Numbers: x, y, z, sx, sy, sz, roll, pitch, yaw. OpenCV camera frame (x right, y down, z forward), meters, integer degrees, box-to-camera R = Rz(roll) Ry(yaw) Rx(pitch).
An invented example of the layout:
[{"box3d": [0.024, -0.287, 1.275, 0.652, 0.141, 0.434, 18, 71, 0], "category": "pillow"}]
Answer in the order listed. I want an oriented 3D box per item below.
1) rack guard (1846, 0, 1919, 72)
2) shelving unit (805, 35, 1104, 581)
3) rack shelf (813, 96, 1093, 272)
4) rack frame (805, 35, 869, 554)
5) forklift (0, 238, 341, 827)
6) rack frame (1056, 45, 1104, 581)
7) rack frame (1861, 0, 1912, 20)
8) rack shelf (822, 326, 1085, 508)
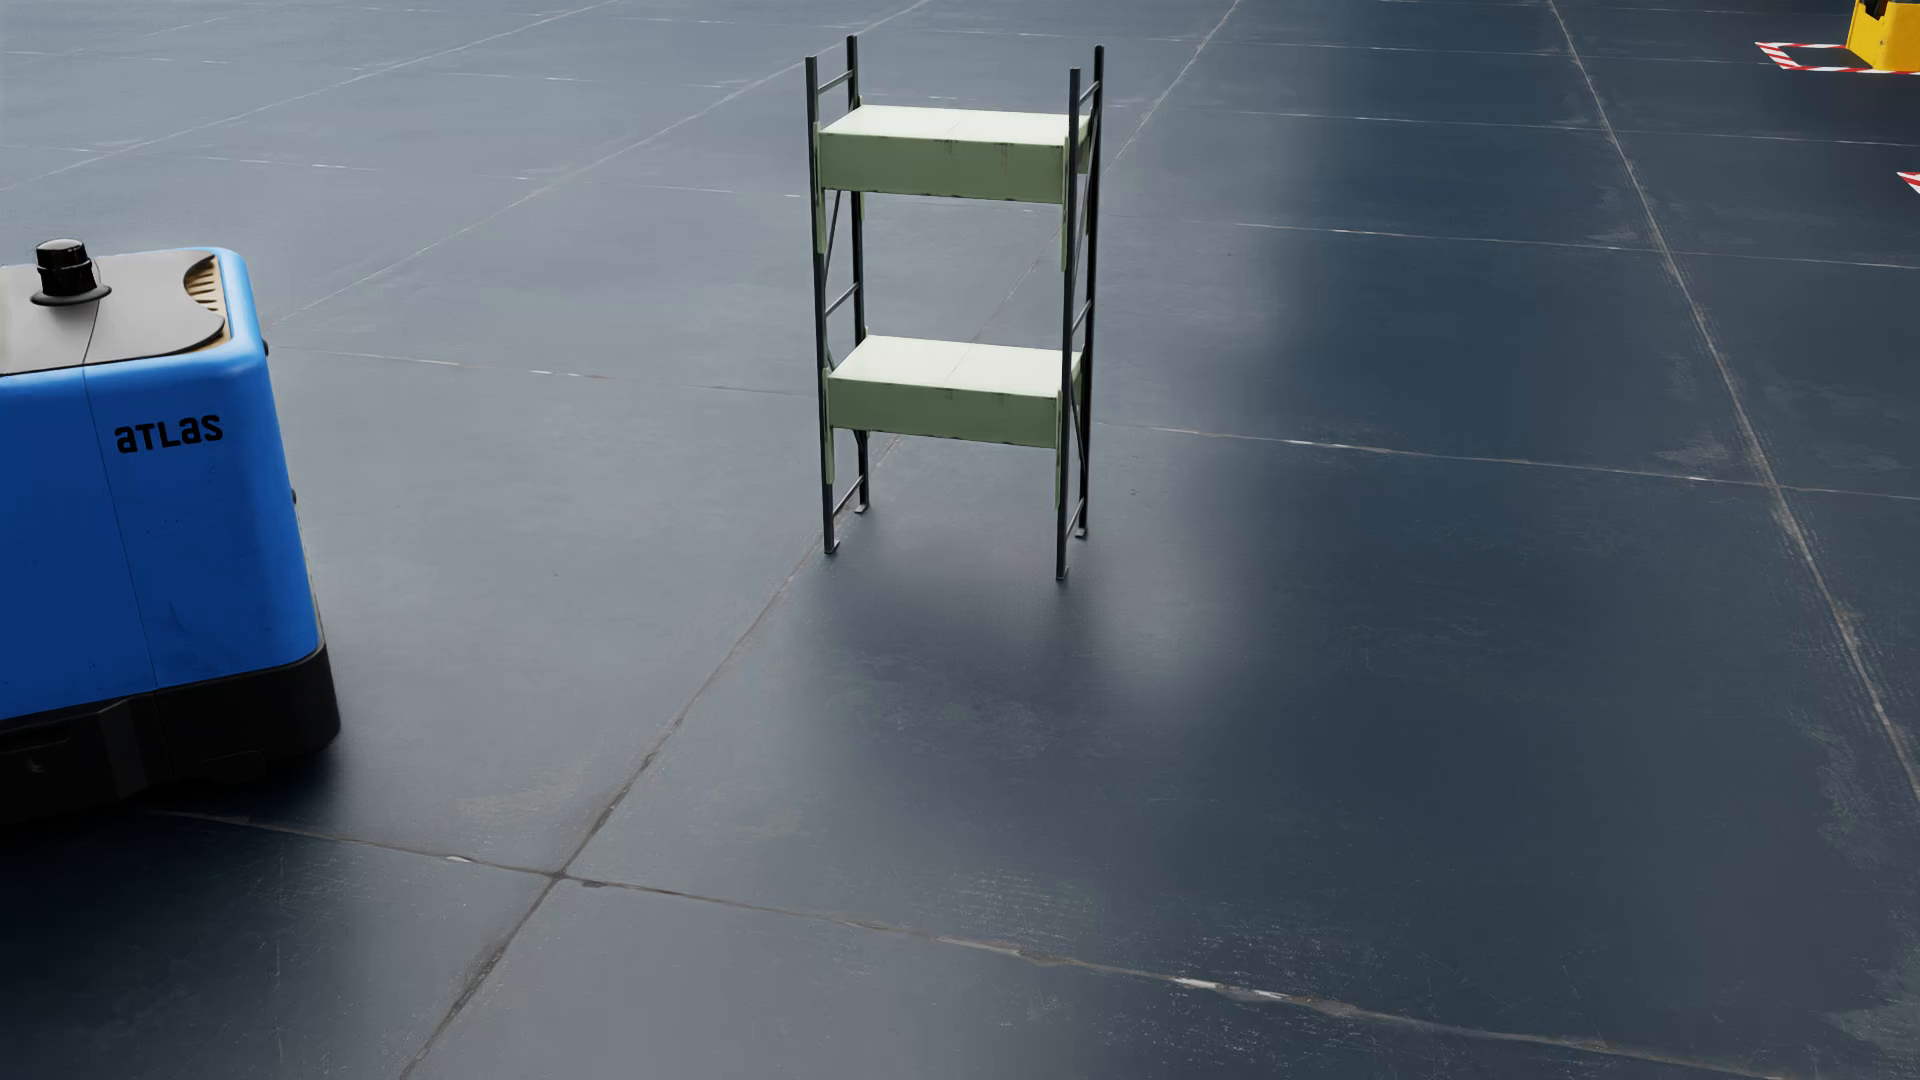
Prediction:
[{"box3d": [7.423, -4.093, 13.265, 0.348, 0.500, 1.175, 6, 26, 13], "category": "rack guard"}, {"box3d": [-0.006, -0.678, 4.929, 0.755, 1.500, 0.431, 6, 26, 13], "category": "shelving unit"}, {"box3d": [-0.006, -1.030, 4.761, 0.720, 0.370, 0.431, 6, 26, 13], "category": "rack shelf"}, {"box3d": [-0.361, -0.717, 5.011, 0.023, 1.500, 0.400, 6, 26, 13], "category": "rack frame"}, {"box3d": [-3.089, -0.698, 3.307, 3.031, 2.935, 1.130, -11, 28, -22], "category": "forklift"}, {"box3d": [0.348, -0.639, 4.847, 0.023, 1.500, 0.400, 6, 26, 13], "category": "rack frame"}, {"box3d": [7.349, -5.230, 12.745, 0.127, 3.000, 1.000, 6, 26, 13], "category": "rack frame"}, {"box3d": [-0.006, -0.384, 5.069, 0.720, 0.370, 0.431, 6, 26, 13], "category": "rack shelf"}]
